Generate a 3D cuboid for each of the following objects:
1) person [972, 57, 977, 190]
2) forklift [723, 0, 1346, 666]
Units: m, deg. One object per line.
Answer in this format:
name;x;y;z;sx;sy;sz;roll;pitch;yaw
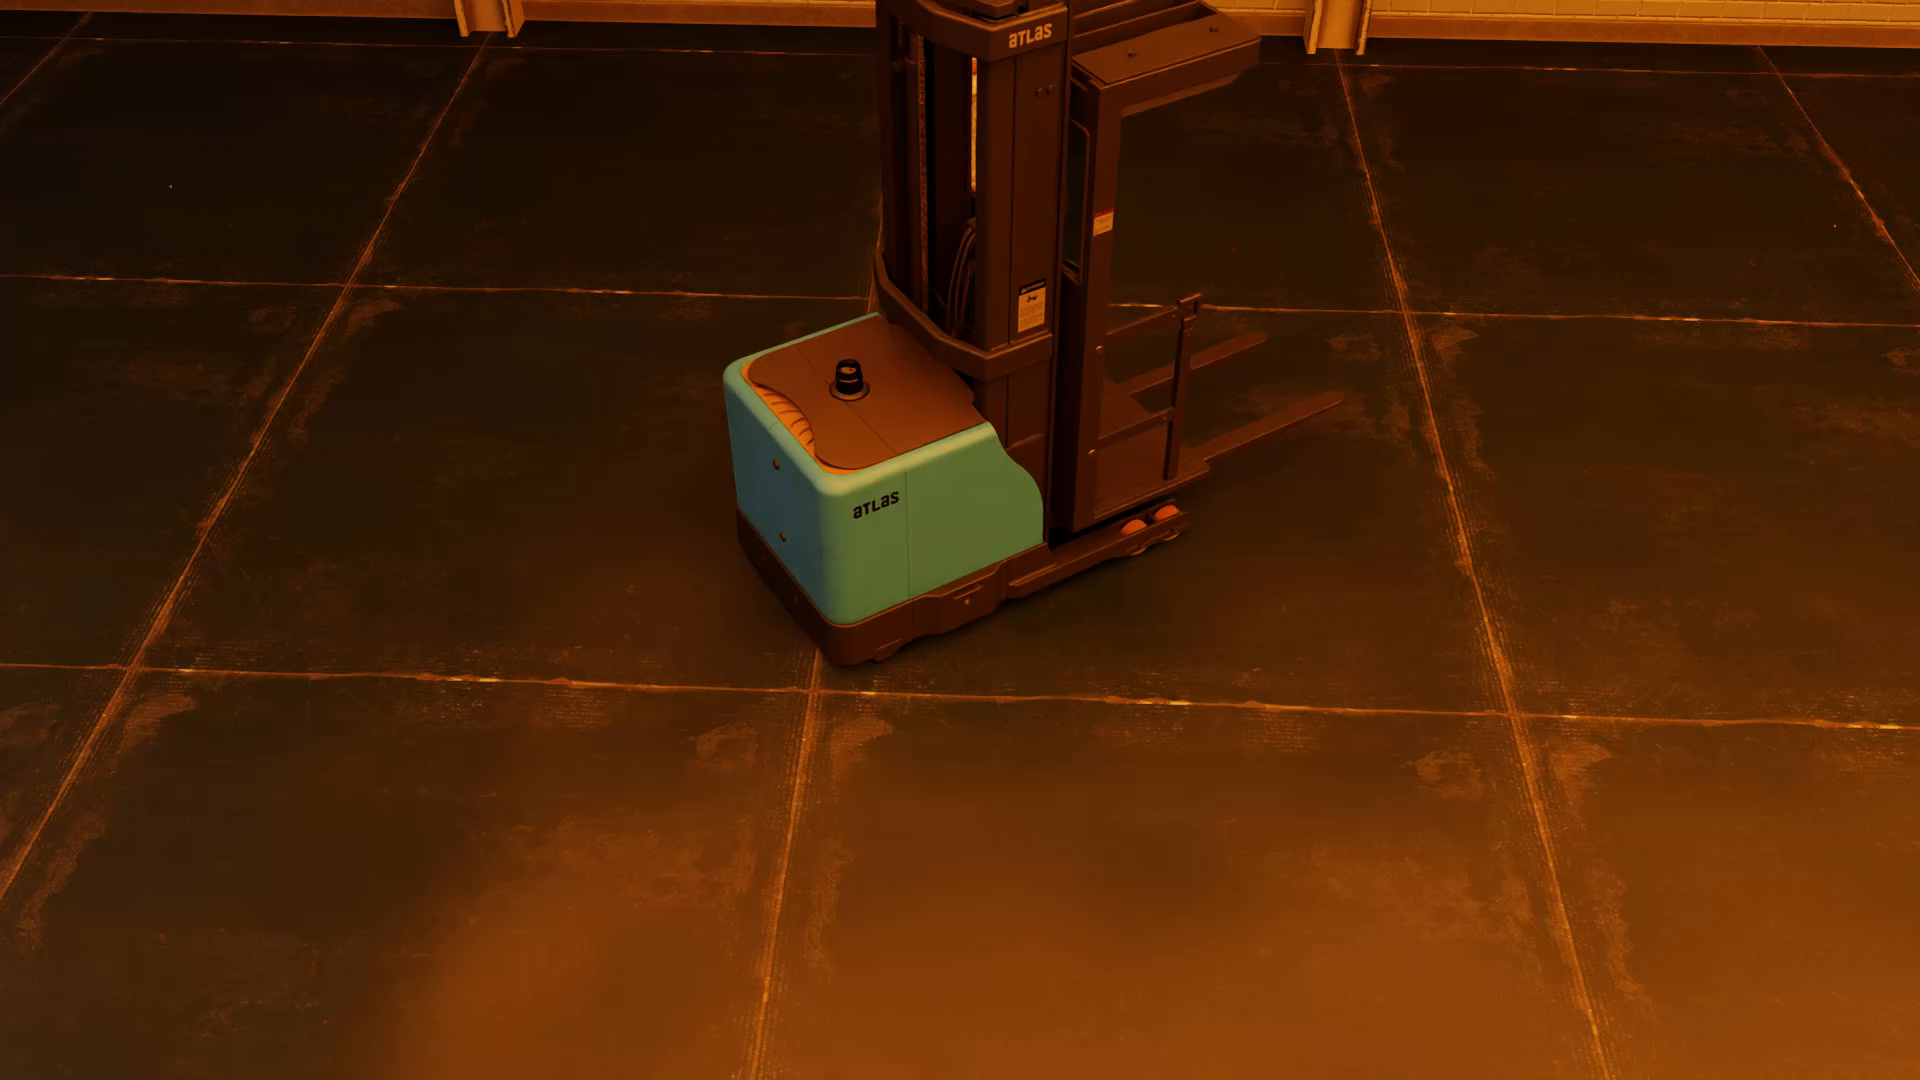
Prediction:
person;0.079;-2.937;9.812;0.392;1.782;0.551;-6;43;-6
forklift;0.486;-1.294;7.160;3.031;2.935;1.130;-23;47;-23
